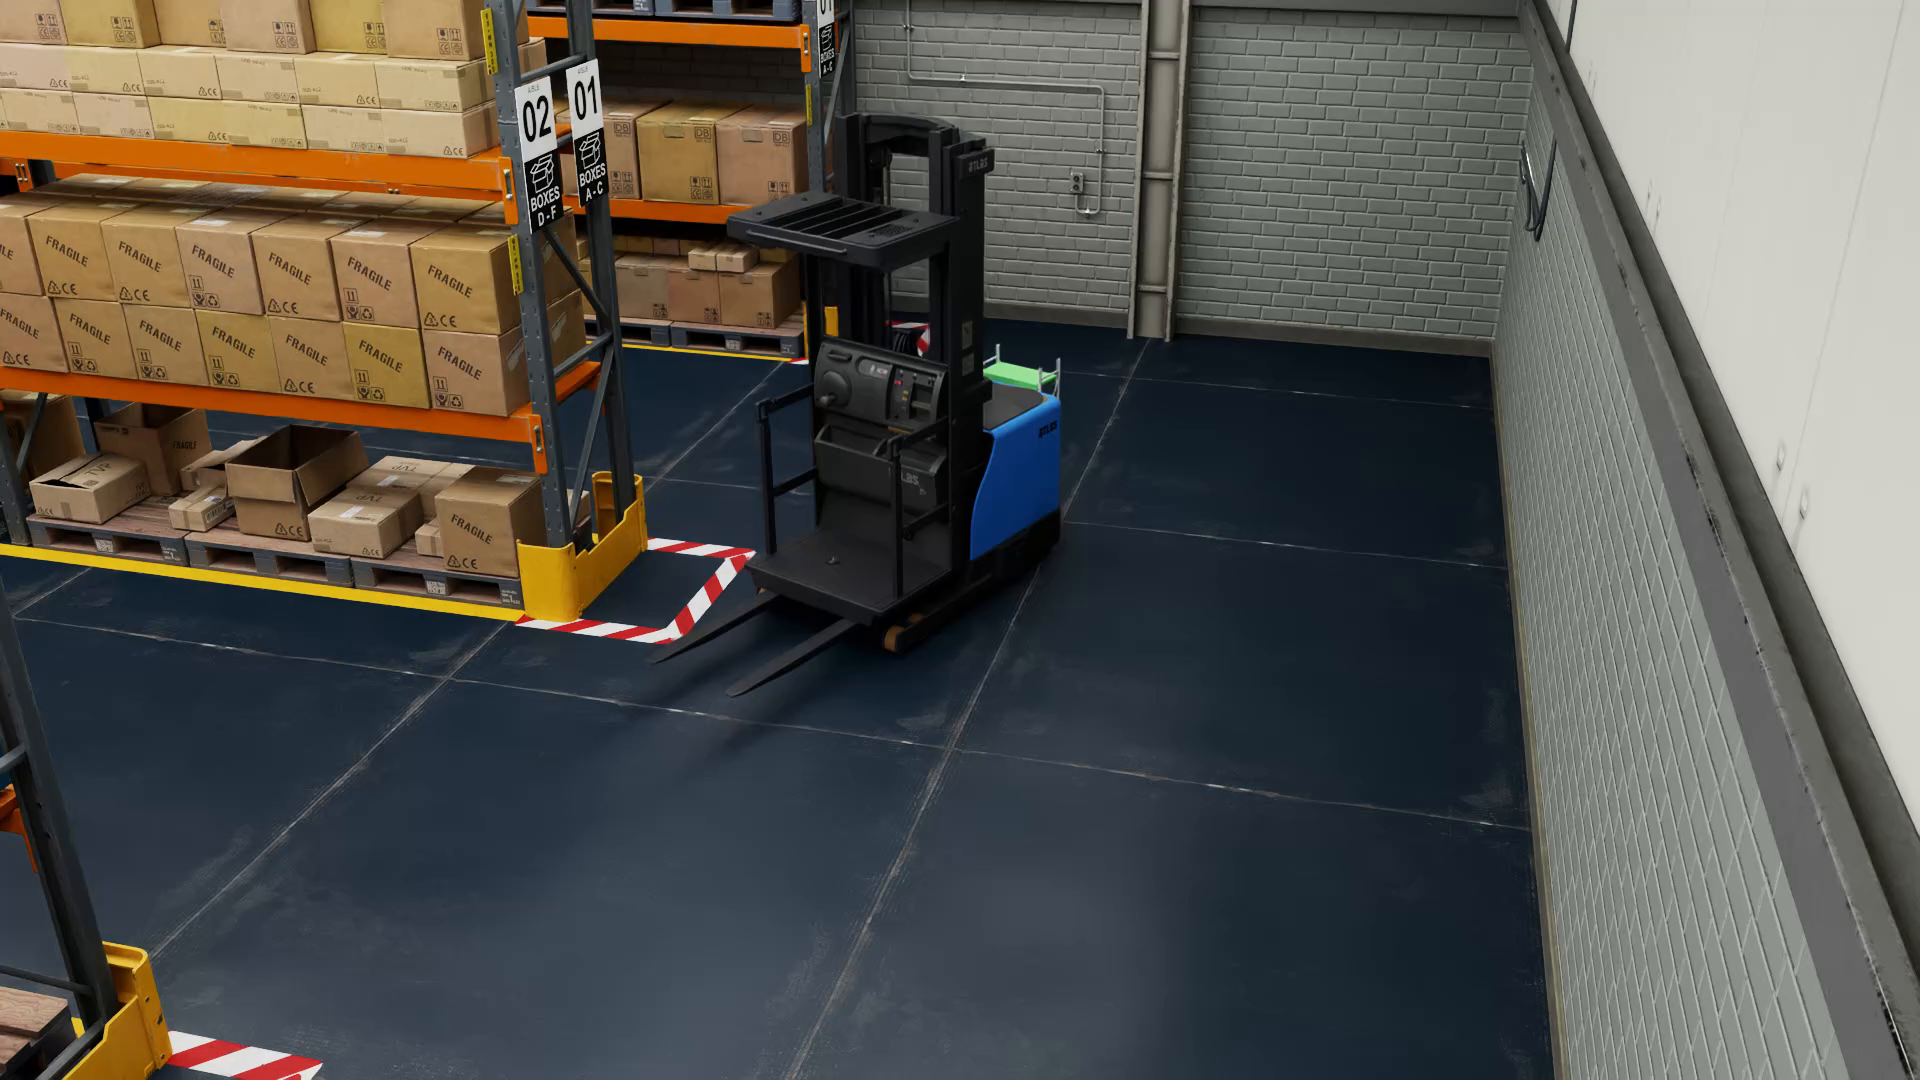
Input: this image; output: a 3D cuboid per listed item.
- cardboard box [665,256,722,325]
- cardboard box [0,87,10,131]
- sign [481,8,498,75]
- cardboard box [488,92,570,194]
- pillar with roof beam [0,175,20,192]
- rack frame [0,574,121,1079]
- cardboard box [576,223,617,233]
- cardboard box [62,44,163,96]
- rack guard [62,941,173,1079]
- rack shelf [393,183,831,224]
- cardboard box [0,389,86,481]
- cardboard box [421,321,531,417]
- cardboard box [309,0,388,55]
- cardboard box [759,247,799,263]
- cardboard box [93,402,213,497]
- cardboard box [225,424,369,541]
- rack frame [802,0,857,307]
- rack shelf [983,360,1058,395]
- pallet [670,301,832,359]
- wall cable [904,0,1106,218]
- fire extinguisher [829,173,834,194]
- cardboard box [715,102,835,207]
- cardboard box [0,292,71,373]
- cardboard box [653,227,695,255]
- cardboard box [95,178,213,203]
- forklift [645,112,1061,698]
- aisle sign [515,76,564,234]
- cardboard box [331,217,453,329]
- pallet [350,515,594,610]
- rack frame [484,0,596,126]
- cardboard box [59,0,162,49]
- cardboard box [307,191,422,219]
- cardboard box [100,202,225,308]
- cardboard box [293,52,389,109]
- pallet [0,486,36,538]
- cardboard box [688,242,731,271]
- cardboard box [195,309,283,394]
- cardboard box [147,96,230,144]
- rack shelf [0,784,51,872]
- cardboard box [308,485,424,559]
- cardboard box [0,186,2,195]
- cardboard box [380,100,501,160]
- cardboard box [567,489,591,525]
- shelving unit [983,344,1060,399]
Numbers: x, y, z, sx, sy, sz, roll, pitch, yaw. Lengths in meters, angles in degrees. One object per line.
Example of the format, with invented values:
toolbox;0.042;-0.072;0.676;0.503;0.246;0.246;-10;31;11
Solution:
cardboard box;-2.273;-2.305;15.021;0.500;0.500;0.700;6;26;13
cardboard box;-5.780;-2.654;10.020;0.500;0.250;0.500;6;26;13
sign;-2.473;-2.619;8.743;0.005;0.325;0.100;6;26;13
cardboard box;-3.733;-3.575;14.921;0.700;0.700;0.980;6;26;12
pillar with roof beam;-10.949;-5.429;12.185;0.400;9.000;9.100;6;26;13
rack frame;-3.553;0.968;5.728;0.127;3.000;1.000;6;26;13
cardboard box;-3.341;-2.803;15.314;0.250;0.149;0.380;7;26;14
cardboard box;-4.814;-2.768;9.678;0.500;0.250;0.500;6;26;13
rack guard;-3.526;2.093;6.271;0.348;0.500;1.175;6;26;13
rack shelf;-3.022;-3.046;14.996;4.000;0.370;1.077;6;26;13
cardboard box;-6.597;-0.746;11.723;0.500;0.500;0.500;5;26;11
cardboard box;-2.817;-1.074;9.900;0.500;0.500;0.500;7;26;15
cardboard box;-3.280;-3.082;9.465;0.500;0.500;0.700;6;26;13
cardboard box;-1.617;-2.614;14.916;0.250;0.149;0.380;6;26;13
cardboard box;-5.567;-0.650;11.521;0.500;0.500;0.500;6;26;13
cardboard box;-4.369;-0.395;10.982;0.637;0.503;0.797;6;26;13
rack frame;-1.085;-3.157;14.391;0.127;3.000;1.000;6;26;13
rack shelf;0.388;-1.054;11.100;0.480;0.148;0.258;17;30;32
pallet;-1.879;-1.951;15.102;1.213;0.211;1.003;6;26;13
wall cable;0.390;-3.872;14.712;1.851;1.984;0.084;6;26;13
fire extinguisher;-1.054;-2.745;14.051;0.183;0.674;0.296;6;26;13
cardboard box;-1.582;-3.343;14.433;0.700;0.700;0.980;8;26;15
cardboard box;-5.764;-1.400;10.584;0.500;0.500;0.500;7;26;14
cardboard box;-2.597;-2.722;15.142;0.250;0.149;0.380;7;26;14
cardboard box;-5.138;-2.019;10.722;0.500;0.500;0.500;6;26;12
forklift;-0.607;-0.887;9.703;1.130;2.935;3.031;17;30;32
aisle sign;-2.326;-2.133;9.217;0.004;0.787;0.394;6;26;13
cardboard box;-3.305;-1.578;9.795;0.500;0.500;0.500;7;26;14
pallet;-3.162;0.072;10.854;1.213;0.211;1.003;6;26;13
rack frame;-2.316;-3.803;8.769;0.127;3.000;1.000;6;26;13
cardboard box;-4.774;-3.174;9.658;0.500;0.500;0.700;6;26;13
cardboard box;-3.671;-1.856;10.380;0.500;0.500;0.500;7;26;14
cardboard box;-4.806;-1.741;10.138;0.500;0.500;0.500;6;26;11
cardboard box;-3.361;-2.609;9.343;0.500;0.250;0.500;6;26;13
pallet;-6.987;-0.335;11.708;1.213;0.211;1.003;6;26;13
cardboard box;-2.206;-2.509;14.695;0.250;0.149;0.380;7;26;14
cardboard box;-4.290;-1.238;10.244;0.500;0.500;0.500;6;26;12
cardboard box;-4.328;-2.492;9.681;0.500;0.250;0.500;6;26;13
rack shelf;-5.490;1.078;6.333;4.000;0.370;1.077;6;26;13
cardboard box;-3.816;-0.121;10.702;0.500;0.250;0.500;6;26;13
cardboard box;-10.080;-3.564;16.771;0.500;0.250;0.500;7;26;14
cardboard box;-2.879;-2.326;9.331;0.500;0.250;0.500;6;26;13
cardboard box;-2.636;-0.194;10.972;0.250;0.149;0.380;6;26;13
shelving unit;0.388;-0.678;11.278;0.503;1.200;0.258;17;30;32
